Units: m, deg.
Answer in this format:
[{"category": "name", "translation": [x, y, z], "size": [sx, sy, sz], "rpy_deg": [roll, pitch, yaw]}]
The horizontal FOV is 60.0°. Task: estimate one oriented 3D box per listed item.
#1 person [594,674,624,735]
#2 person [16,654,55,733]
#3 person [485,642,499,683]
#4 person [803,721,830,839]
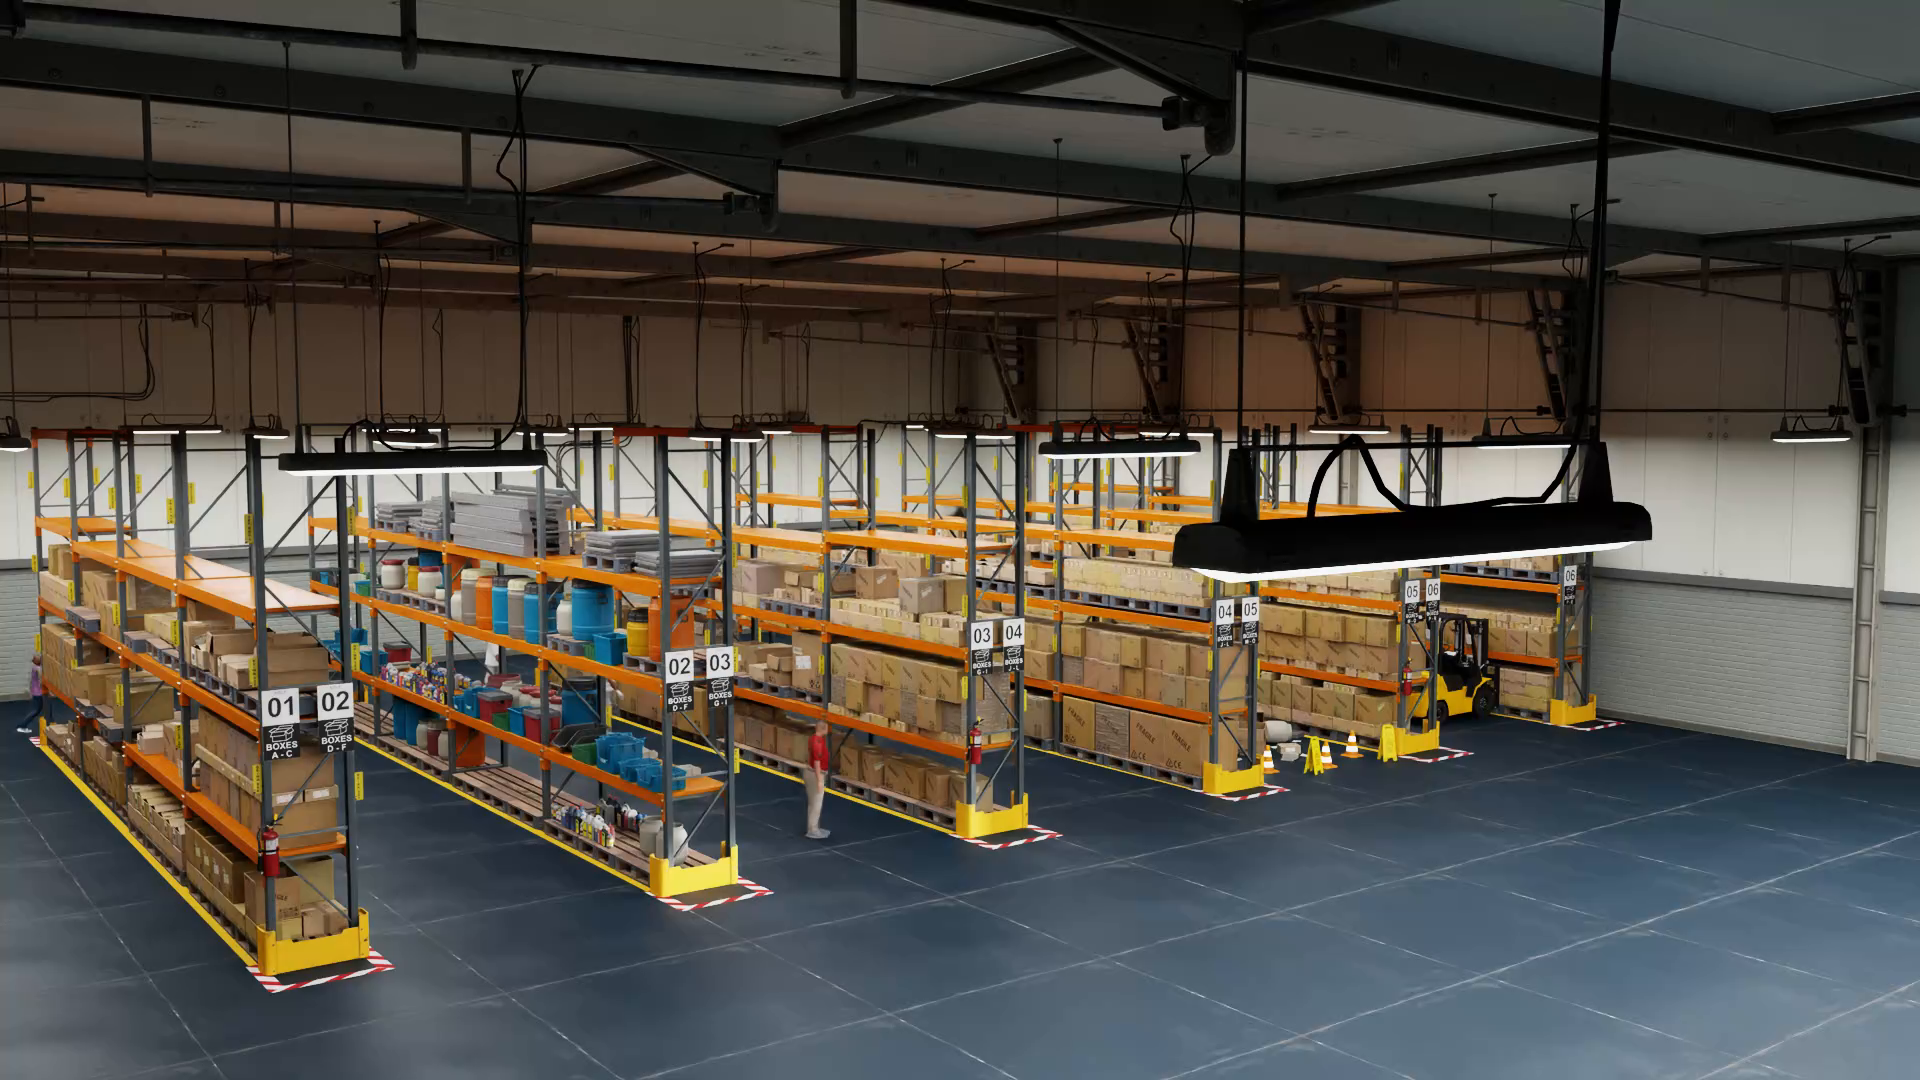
[{"category": "person", "translation": [-6.766, 2.947, 31.970], "size": [0.610, 1.833, 0.593], "rpy_deg": [-1, 5, -9]}, {"category": "person", "translation": [-17.999, 2.998, 32.496], "size": [0.474, 1.541, 0.934], "rpy_deg": [3, 6, 36]}, {"category": "person", "translation": [-10.294, 2.554, 36.849], "size": [0.451, 1.789, 0.616], "rpy_deg": [1, 5, 6]}, {"category": "person", "translation": [-2.127, 3.541, 24.630], "size": [0.390, 1.743, 0.564], "rpy_deg": [-1, 5, -11]}]
